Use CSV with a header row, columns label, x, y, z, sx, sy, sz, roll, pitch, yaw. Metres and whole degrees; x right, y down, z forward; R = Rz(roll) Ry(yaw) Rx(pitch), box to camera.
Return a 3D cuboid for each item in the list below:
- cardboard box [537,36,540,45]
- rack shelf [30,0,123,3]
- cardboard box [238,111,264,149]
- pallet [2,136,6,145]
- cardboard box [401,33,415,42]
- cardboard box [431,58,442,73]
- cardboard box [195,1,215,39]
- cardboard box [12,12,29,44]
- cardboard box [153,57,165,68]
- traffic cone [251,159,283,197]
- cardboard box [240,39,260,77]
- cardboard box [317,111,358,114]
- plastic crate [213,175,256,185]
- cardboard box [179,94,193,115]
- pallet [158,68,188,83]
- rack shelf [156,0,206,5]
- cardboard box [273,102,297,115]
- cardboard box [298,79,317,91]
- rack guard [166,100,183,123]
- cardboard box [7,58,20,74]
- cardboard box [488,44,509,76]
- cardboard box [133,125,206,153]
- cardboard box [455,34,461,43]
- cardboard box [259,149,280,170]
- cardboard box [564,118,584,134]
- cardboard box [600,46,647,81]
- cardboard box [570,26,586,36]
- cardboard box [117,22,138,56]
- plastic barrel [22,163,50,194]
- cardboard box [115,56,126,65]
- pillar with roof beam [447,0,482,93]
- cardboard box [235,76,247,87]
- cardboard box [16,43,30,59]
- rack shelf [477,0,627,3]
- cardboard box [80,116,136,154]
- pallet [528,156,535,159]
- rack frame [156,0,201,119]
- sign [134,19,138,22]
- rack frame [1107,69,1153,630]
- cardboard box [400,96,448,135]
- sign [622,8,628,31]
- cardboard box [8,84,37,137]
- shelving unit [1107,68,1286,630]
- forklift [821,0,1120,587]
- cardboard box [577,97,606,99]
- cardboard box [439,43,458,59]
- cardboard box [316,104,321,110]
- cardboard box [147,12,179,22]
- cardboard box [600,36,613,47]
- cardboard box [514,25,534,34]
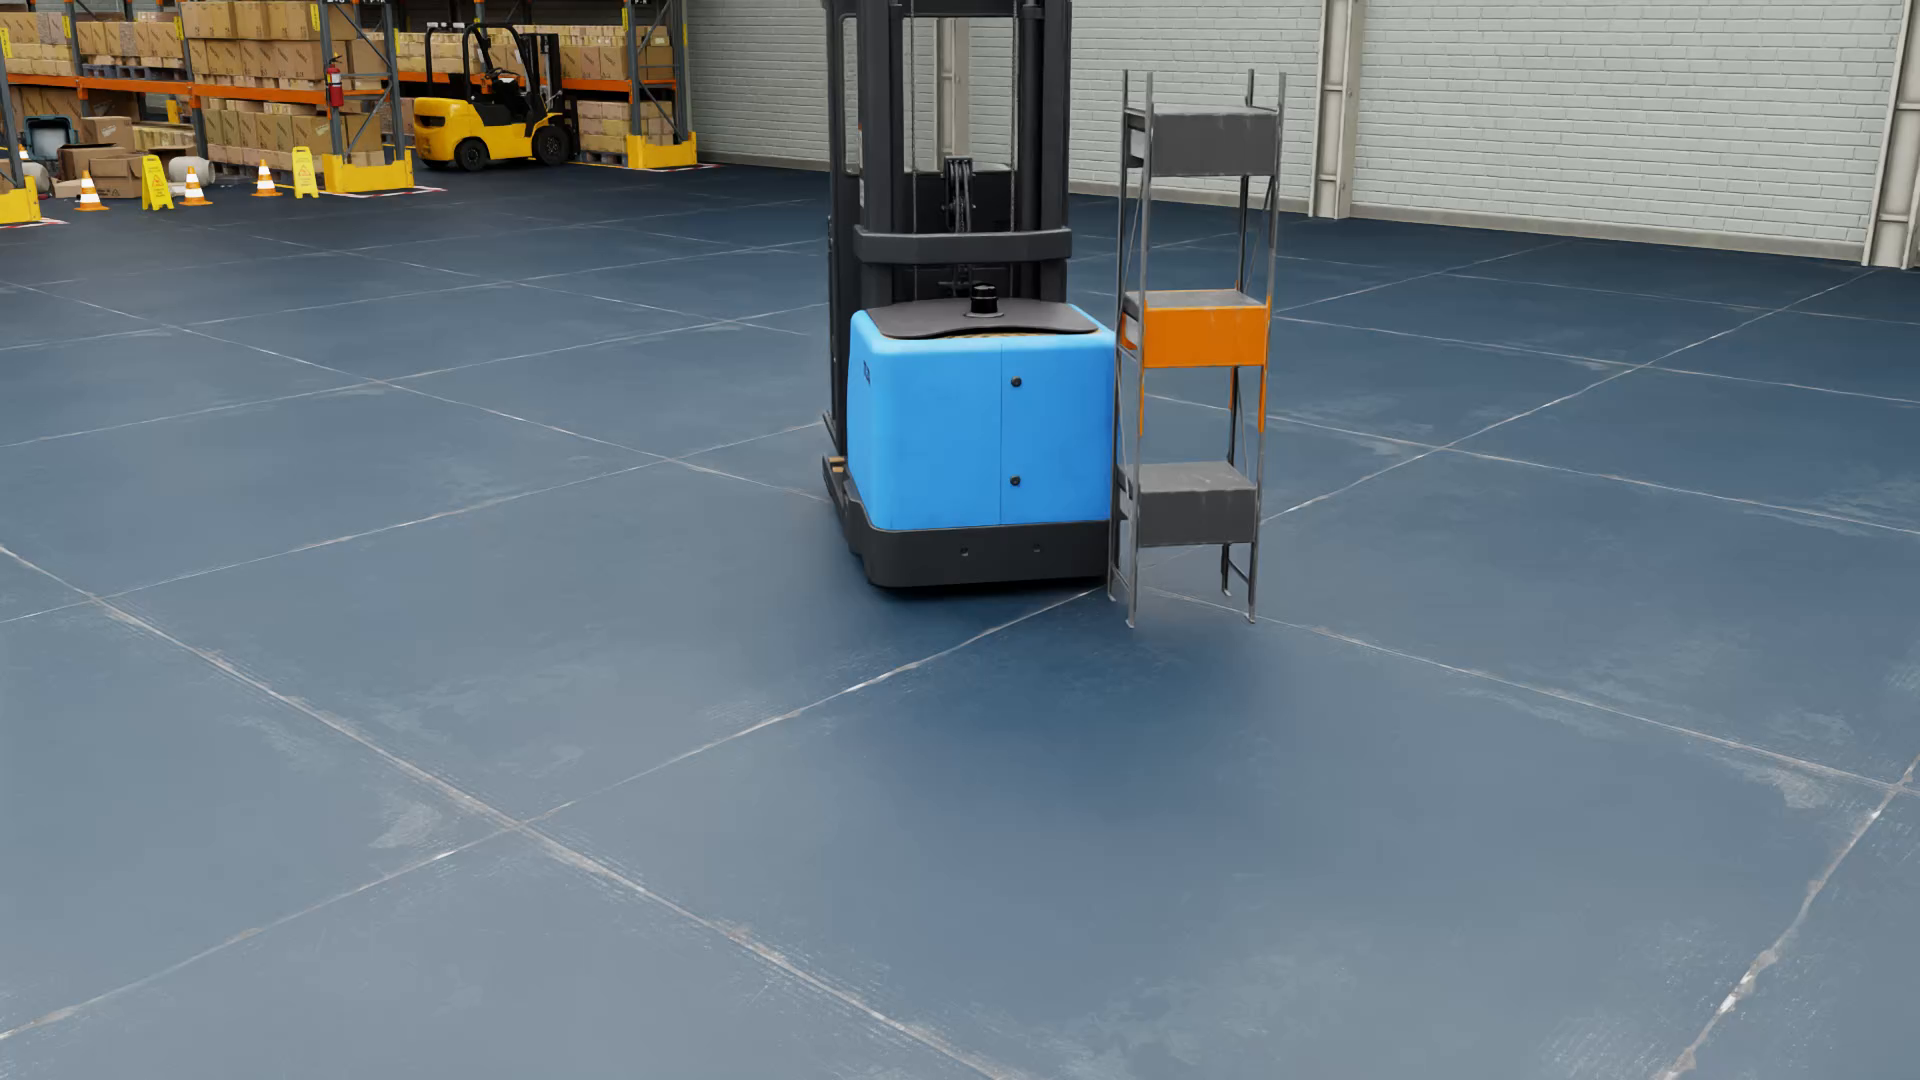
label,x,y,z,sx,sy,sz,roll,pitch,yaw
cardboard box,-6.676,-8.092,26.913,0.250,0.149,0.380,14,22,38
rack shelf,-15.457,-9.290,28.156,4.000,0.370,1.077,15,23,39
cardboard box,-9.913,-5.857,23.719,0.500,0.500,0.500,17,24,42
pallet,-17.470,-7.446,30.725,1.213,0.211,1.003,15,23,39
cardboard box,-9.654,-8.895,29.443,0.250,0.149,0.380,16,23,40
cardboard box,-8.959,-8.299,29.051,0.500,0.250,0.500,15,23,40
cardboard box,-10.417,-7.420,23.722,0.500,0.500,0.700,15,23,40
cardboard box,-15.652,-8.676,28.173,0.500,0.500,0.500,15,23,38
cardboard box,-11.940,-7.220,25.125,0.250,0.149,0.380,15,23,38
traffic cone,-9.156,-4.781,21.911,0.334,0.463,0.336,15,23,39
cardboard box,-9.677,-6.740,23.234,0.500,0.500,0.500,15,23,40
cardboard box,-8.810,-5.776,23.463,0.500,0.500,0.500,14,22,37
plastic crate,-10.340,-5.106,23.569,0.583,0.080,0.402,7,19,21
cardboard box,-16.258,-9.398,35.698,0.637,0.503,0.797,14,22,37
pallet,-11.445,-7.093,25.321,1.213,0.211,1.003,15,23,39
rack shelf,-15.157,-11.217,34.228,4.000,0.370,1.077,15,23,39
cardboard box,-9.255,-5.963,22.982,0.250,0.149,0.380,16,23,40
cardboard box,-8.663,-6.128,22.378,0.250,0.149,0.380,15,23,39
rack guard,-16.596,-9.325,36.168,0.348,0.500,1.175,15,23,39
cardboard box,-16.038,-8.175,28.661,0.500,0.250,0.500,15,23,39
cardboard box,-7.519,-8.022,27.764,0.500,0.500,0.500,14,22,38
cardboard box,-12.425,-6.334,26.260,0.625,0.372,0.950,16,24,41
cardboard box,-8.434,-8.606,28.533,0.250,0.149,0.380,15,23,39
cardboard box,-9.538,-5.396,23.507,0.500,0.250,0.500,14,22,37
cardboard box,-6.025,-6.676,26.714,0.500,0.250,0.500,14,23,38
cardboard box,-5.228,-7.406,25.824,0.500,0.500,0.500,14,23,38
cardboard box,-5.918,-8.025,26.210,0.250,0.149,0.380,16,23,41
cardboard box,-12.613,-7.738,25.685,0.500,0.500,0.500,14,22,37
plastic barrel,-12.313,-4.750,21.878,0.512,0.421,0.421,-3,18,-8
cardboard box,-13.054,-7.554,26.178,0.380,0.149,0.250,-17,24,-42
pillar with roof beam,-11.954,-10.753,26.618,0.400,9.000,9.100,15,23,39
cardboard box,-9.996,-6.484,23.499,0.250,0.149,0.380,15,23,40
cardboard box,-15.663,-8.313,28.268,0.500,0.250,0.500,14,22,38
rack shelf,-6.182,-8.808,26.636,4.000,0.370,1.077,15,23,39
cardboard box,-12.129,-5.759,23.681,0.500,0.500,0.500,15,23,39
pallet,-7.111,-6.624,28.135,1.213,0.211,1.003,15,23,39
rack frame,-16.653,-10.532,35.838,0.127,3.000,1.000,15,23,39
sign,-13.608,-8.440,27.465,0.005,0.325,0.100,15,23,39
rack frame,0.646,-0.710,6.375,0.015,2.100,0.400,-2,18,-8
cardboard box,-9.718,-7.736,30.260,0.625,0.625,0.875,16,24,41
sign,-5.056,-7.864,25.126,0.005,0.325,0.100,15,23,39
cardboard box,-16.436,-7.686,29.689,0.875,0.875,0.875,16,24,41
shelving unit,0.887,-0.720,6.408,0.503,2.100,0.431,-2,18,-8
forklift,-0.089,-1.608,7.833,1.130,2.935,3.031,-3,18,-9
cardboard box,-6.041,-7.131,27.322,0.500,0.250,0.500,14,23,38
cardboard box,-8.604,-8.432,28.642,0.500,0.250,0.500,14,23,38
cardboard box,-12.290,-8.278,32.174,0.500,0.500,0.500,14,22,37
cardboard box,-11.989,-7.874,25.041,0.250,0.149,0.380,14,22,38
cardboard box,-5.342,-7.727,25.762,0.250,0.149,0.380,16,23,40
cardboard box,-7.059,-8.334,27.182,0.250,0.149,0.380,16,23,40
